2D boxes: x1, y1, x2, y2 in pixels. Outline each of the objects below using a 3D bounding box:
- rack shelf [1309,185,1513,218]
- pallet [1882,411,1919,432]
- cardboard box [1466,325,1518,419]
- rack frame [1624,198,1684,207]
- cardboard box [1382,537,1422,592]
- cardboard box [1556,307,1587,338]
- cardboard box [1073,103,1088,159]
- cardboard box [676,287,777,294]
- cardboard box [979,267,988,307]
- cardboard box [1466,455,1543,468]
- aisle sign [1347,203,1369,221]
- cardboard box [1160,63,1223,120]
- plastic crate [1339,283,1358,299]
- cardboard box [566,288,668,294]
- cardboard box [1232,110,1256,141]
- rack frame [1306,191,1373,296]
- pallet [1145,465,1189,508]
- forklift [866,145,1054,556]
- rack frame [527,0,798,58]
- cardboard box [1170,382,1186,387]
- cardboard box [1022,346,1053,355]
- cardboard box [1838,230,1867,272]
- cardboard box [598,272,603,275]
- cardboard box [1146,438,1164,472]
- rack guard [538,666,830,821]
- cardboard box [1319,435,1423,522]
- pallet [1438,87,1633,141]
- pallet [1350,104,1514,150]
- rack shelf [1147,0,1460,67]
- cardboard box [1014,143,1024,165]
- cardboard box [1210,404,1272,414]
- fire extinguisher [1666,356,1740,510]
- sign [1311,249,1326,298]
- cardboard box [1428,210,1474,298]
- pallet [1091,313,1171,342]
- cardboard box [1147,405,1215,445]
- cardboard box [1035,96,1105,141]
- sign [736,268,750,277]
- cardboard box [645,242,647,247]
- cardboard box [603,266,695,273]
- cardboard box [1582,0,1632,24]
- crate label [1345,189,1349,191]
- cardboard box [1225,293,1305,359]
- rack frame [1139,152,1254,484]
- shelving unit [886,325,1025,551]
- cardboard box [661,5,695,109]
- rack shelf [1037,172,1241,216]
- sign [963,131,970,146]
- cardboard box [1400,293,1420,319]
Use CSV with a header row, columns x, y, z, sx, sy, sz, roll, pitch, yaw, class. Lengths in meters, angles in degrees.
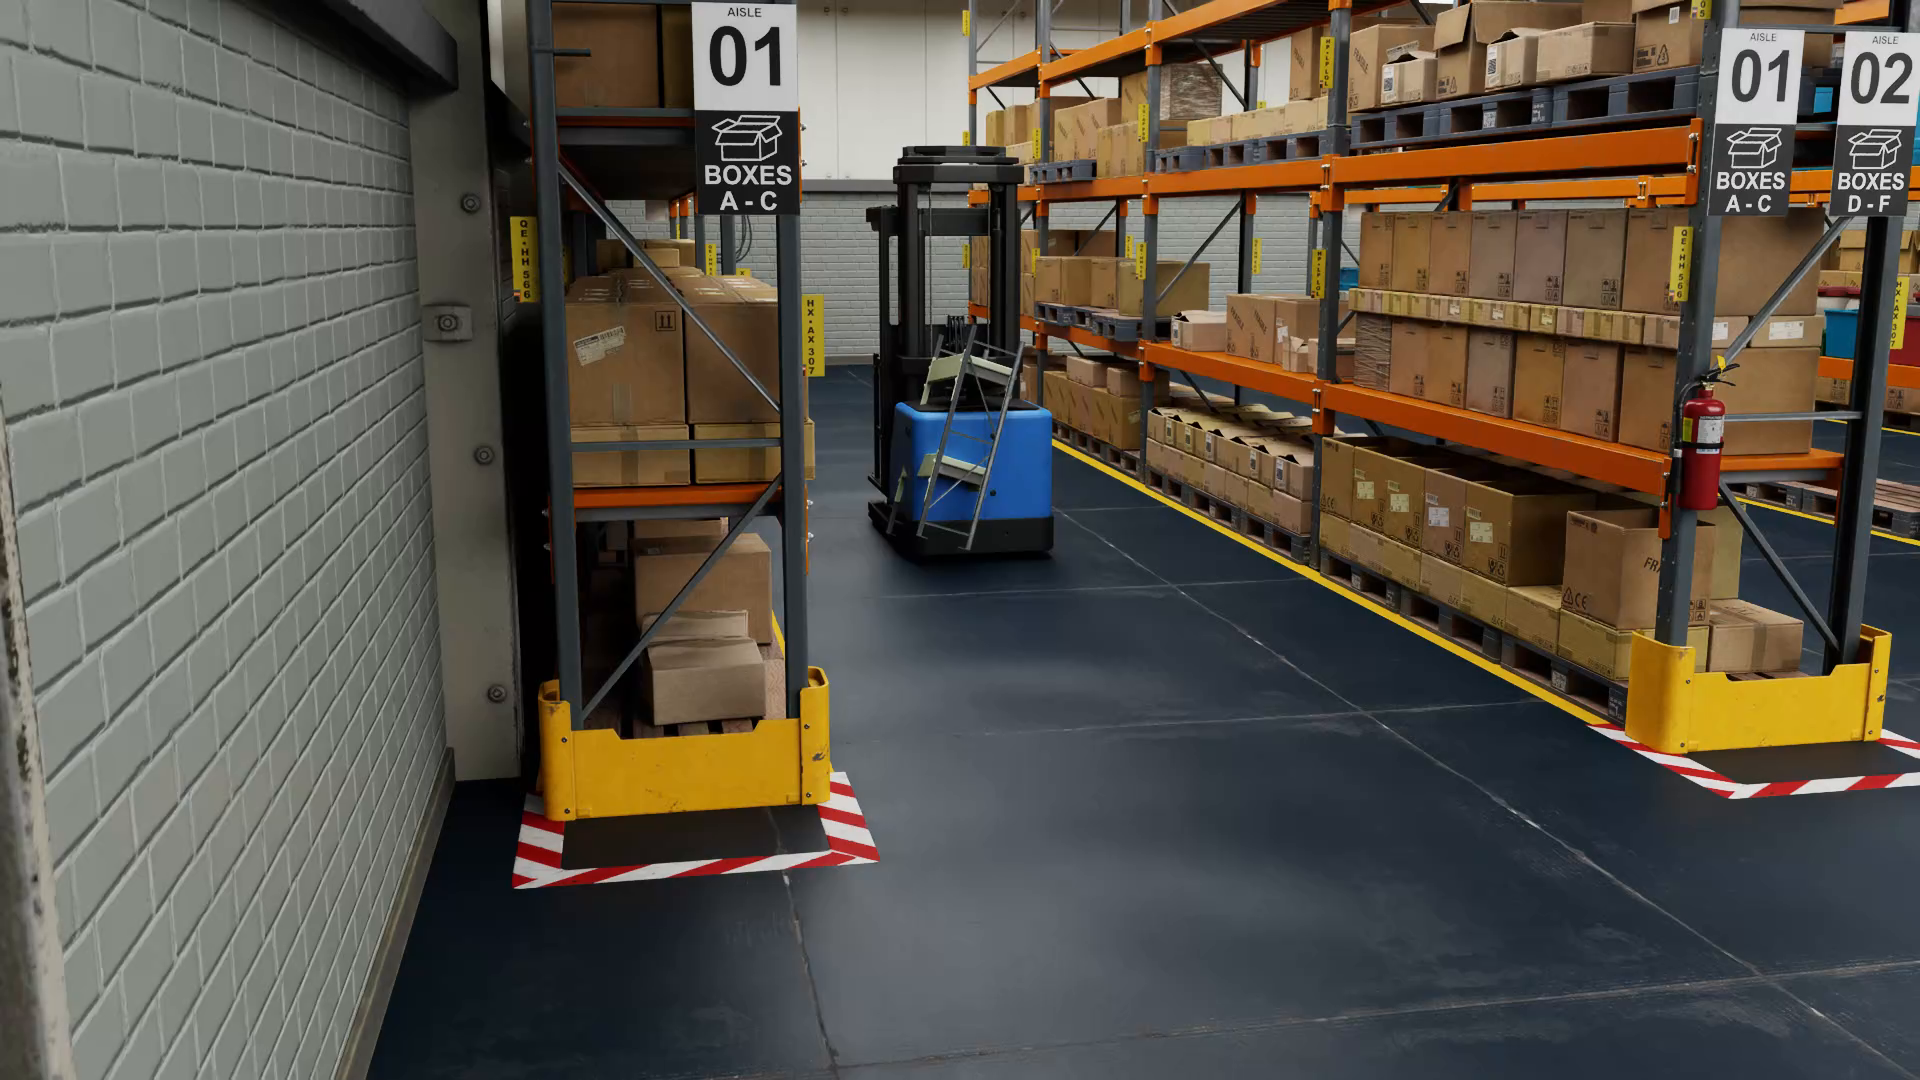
x,y,z,sx,sy,sz,roll,pitch,yaw,class
5.868,-4.421,21.806,1.077,0.370,4.000,-2,11,-11,rack shelf
11.580,-1.382,19.392,1.003,0.211,1.213,-2,11,-11,pallet
3.350,-0.973,9.520,0.700,0.500,0.500,-2,11,-9,cardboard box
10.338,-3.848,24.893,1.000,3.000,0.127,-2,11,-11,rack frame
2.931,0.136,10.188,0.500,0.250,0.500,-2,11,-11,cardboard box
3.321,-1.126,8.589,0.380,0.149,0.250,-2,11,-10,cardboard box
1.576,-4.316,17.672,0.600,0.600,0.600,-2,11,-12,cardboard box
-1.105,-0.962,8.073,0.500,0.500,0.500,-2,11,-13,cardboard box
0.553,-3.352,22.020,0.500,0.500,0.500,-2,11,-12,cardboard box
3.445,-0.251,10.218,0.500,0.500,0.500,-2,11,-11,cardboard box
5.753,-4.969,23.829,0.394,0.787,0.004,-2,11,-11,aisle sign
2.097,-4.116,15.333,0.500,0.500,0.500,-2,11,-11,cardboard box
5.332,-3.437,23.021,0.416,0.233,0.300,-2,11,-11,plastic crate
-1.620,-0.944,7.976,0.500,0.500,0.500,-2,11,-13,cardboard box
2.539,-3.346,13.508,0.500,0.250,0.500,-2,11,-12,cardboard box
5.479,-3.668,23.946,1.000,3.000,0.127,-2,11,-11,rack frame
2.297,-0.499,14.755,1.003,0.211,1.213,-2,11,-11,pallet
-0.127,-1.555,13.028,1.130,2.935,3.031,-2,11,-11,forklift
-1.127,-3.320,6.075,1.000,3.000,0.127,-2,11,-11,rack frame
2.061,-1.387,17.470,0.500,0.500,0.500,-3,11,-13,cardboard box
0.967,-2.386,22.719,0.500,0.500,0.500,-2,11,-11,cardboard box
11.248,-3.540,20.321,0.797,0.503,0.637,-2,11,-12,cardboard box
-3.033,-2.123,14.711,0.500,0.500,0.500,-2,11,-11,cardboard box
1.989,-0.770,14.952,0.500,0.250,0.500,-2,11,-11,cardboard box
-1.142,0.841,6.943,1.175,0.500,0.348,-2,11,-11,rack guard
2.737,-0.415,11.081,0.500,0.500,0.500,-2,11,-11,cardboard box
3.379,-2.339,9.178,1.003,0.211,1.213,-2,11,-11,pallet
3.145,-2.562,10.351,1.003,0.211,1.213,-2,11,-11,pallet
2.565,-4.052,12.911,1.077,0.370,4.000,-2,11,-11,rack shelf
0.943,-4.572,19.735,0.500,0.250,0.500,-2,11,-11,cardboard box
2.519,-1.065,15.002,0.500,0.311,0.500,-2,11,-10,cardboard box
3.299,-0.478,7.391,0.296,0.674,0.183,-2,11,-11,fire extinguisher
2.423,-1.796,11.226,0.100,0.325,0.005,-2,11,-11,sign
3.242,-1.709,9.914,0.700,0.500,0.500,-2,11,-11,cardboard box
1.975,-2.049,15.952,1.213,0.211,1.003,-2,11,-11,pallet
1.989,-1.046,14.899,0.500,0.311,0.500,-2,11,-9,cardboard box
1.266,-4.857,19.227,0.700,0.500,0.500,-2,11,-11,cardboard box
-1.374,-1.553,10.520,0.100,0.325,0.005,-2,11,-11,sign
-2.623,-2.605,15.240,0.500,0.250,0.500,-2,11,-12,cardboard box
-2.581,-2.020,13.843,0.700,0.500,0.500,-3,11,-18,cardboard box
3.677,-2.666,8.896,0.500,0.500,0.500,-2,11,-11,cardboard box
5.342,-4.888,22.729,0.408,0.251,0.502,-2,11,-11,crate label
2.518,-1.763,13.672,0.500,0.500,0.500,-3,11,-14,cardboard box
2.176,-2.021,15.295,1.000,3.000,0.127,-2,11,-11,rack frame
-0.042,-0.709,11.767,0.431,1.500,0.755,16,-4,-19,shelving unit
-0.947,-1.976,6.714,0.500,0.500,0.500,-2,11,-10,cardboard box
1.787,-3.508,17.009,1.077,0.370,4.000,-2,11,-11,rack shelf
0.087,-5.372,22.538,0.100,0.325,0.005,-2,11,-11,sign
2.969,-1.458,10.332,0.380,0.149,0.250,-2,11,-12,cardboard box
